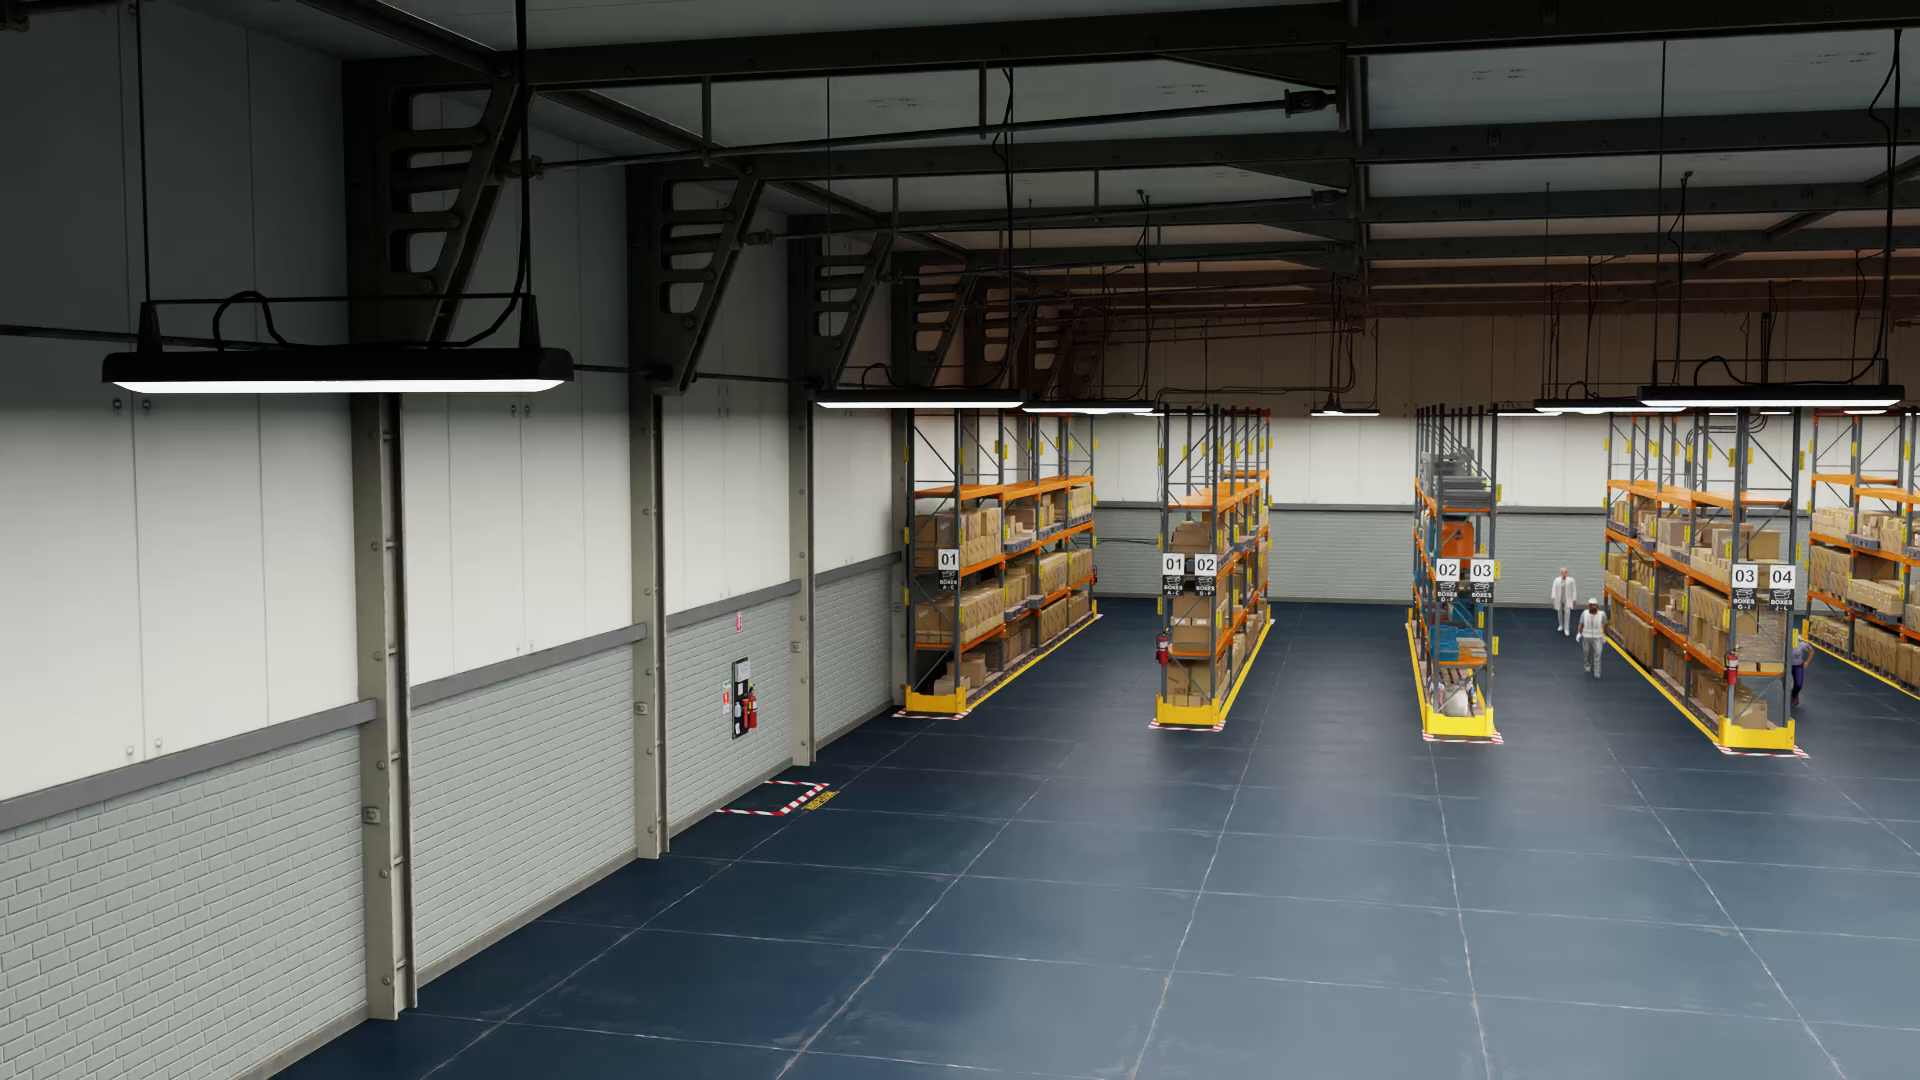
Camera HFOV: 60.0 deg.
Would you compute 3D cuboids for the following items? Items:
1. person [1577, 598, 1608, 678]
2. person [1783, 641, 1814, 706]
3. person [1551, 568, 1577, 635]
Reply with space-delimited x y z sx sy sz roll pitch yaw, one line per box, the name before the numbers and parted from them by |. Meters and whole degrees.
person | 14.043 2.150 36.923 0.662 1.722 1.069 1 4 16
person | 16.540 2.552 32.952 0.665 1.548 0.729 2 5 24
person | 16.096 1.608 44.334 0.627 1.731 1.062 2 5 25
